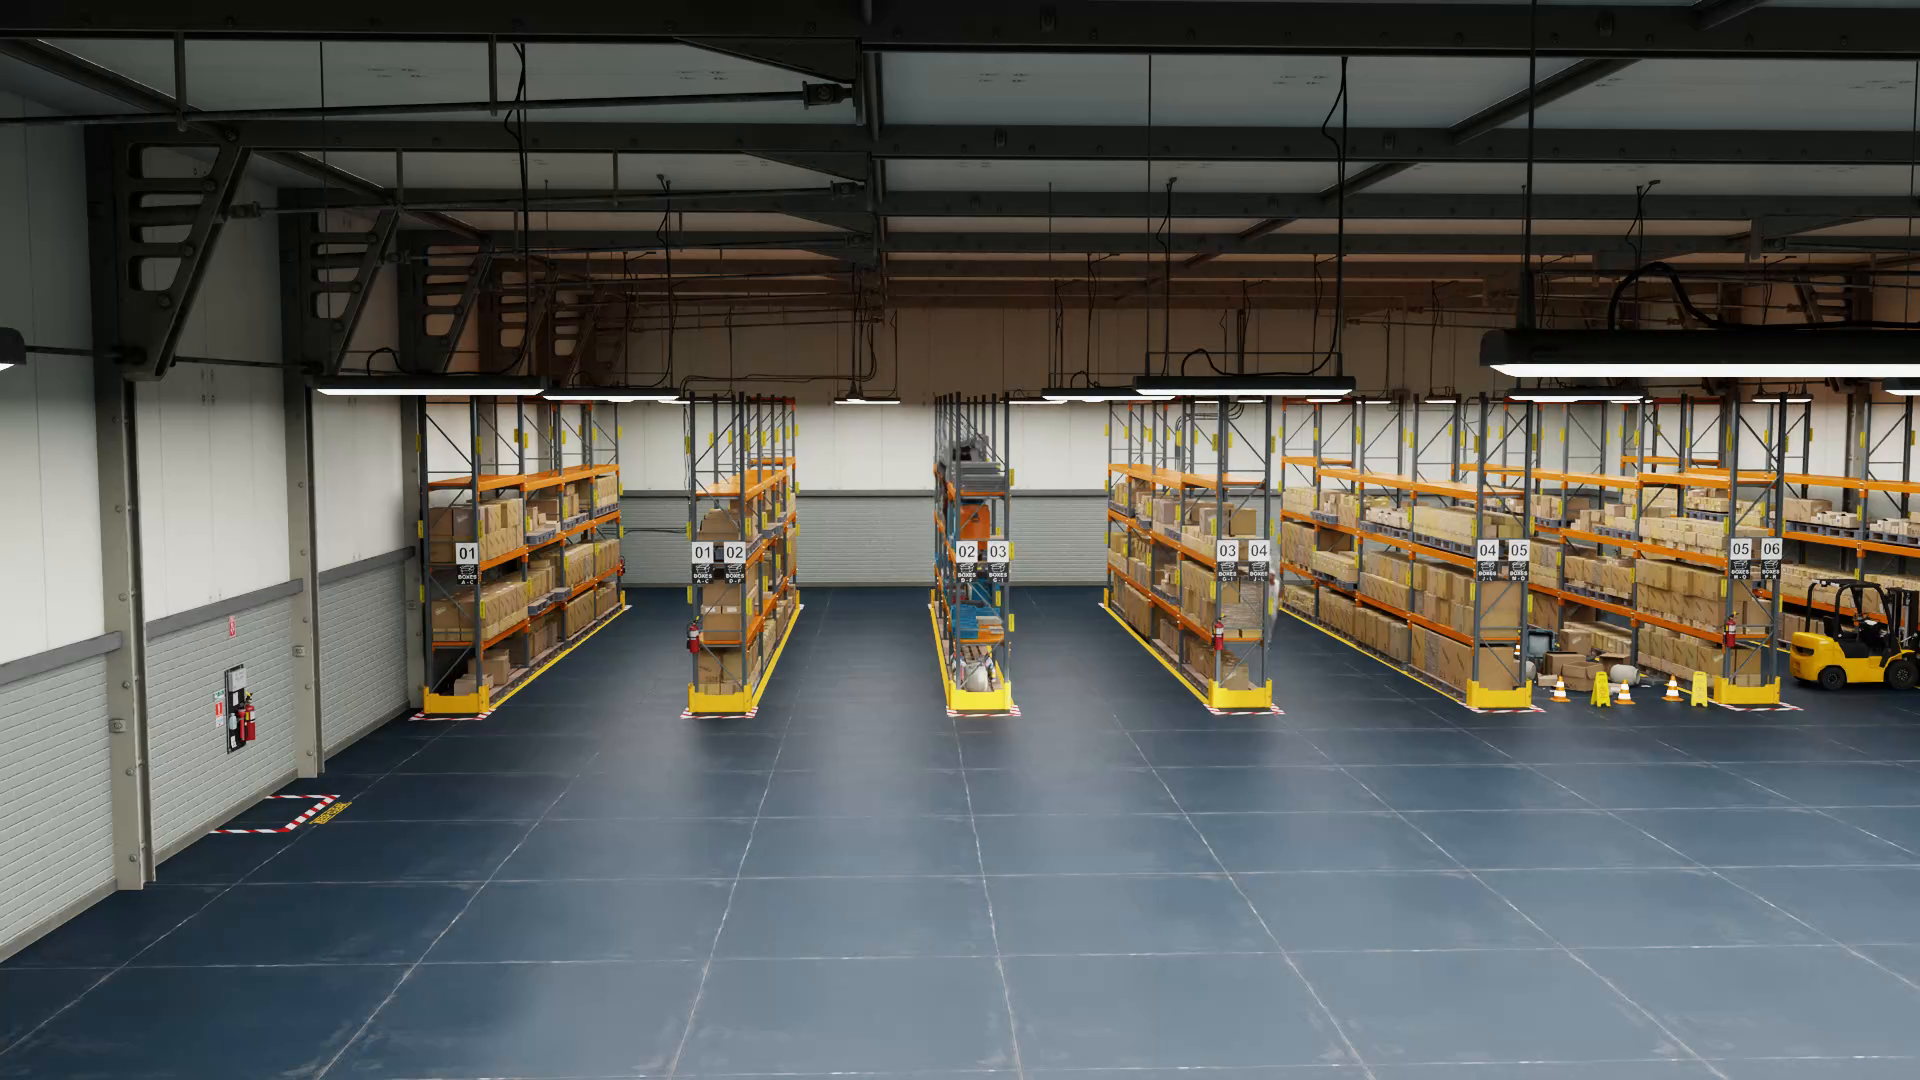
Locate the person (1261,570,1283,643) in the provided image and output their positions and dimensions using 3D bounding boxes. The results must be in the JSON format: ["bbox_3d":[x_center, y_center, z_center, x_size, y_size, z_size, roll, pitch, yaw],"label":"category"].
[{"bbox_3d":[7.570,1.601,40.711,0.705,1.754,0.777,-1,5,-7],"label":"person"}]

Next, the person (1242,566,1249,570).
[{"bbox_3d":[8.015,1.150,48.091,0.668,1.461,0.576,3,5,32],"label":"person"}]
